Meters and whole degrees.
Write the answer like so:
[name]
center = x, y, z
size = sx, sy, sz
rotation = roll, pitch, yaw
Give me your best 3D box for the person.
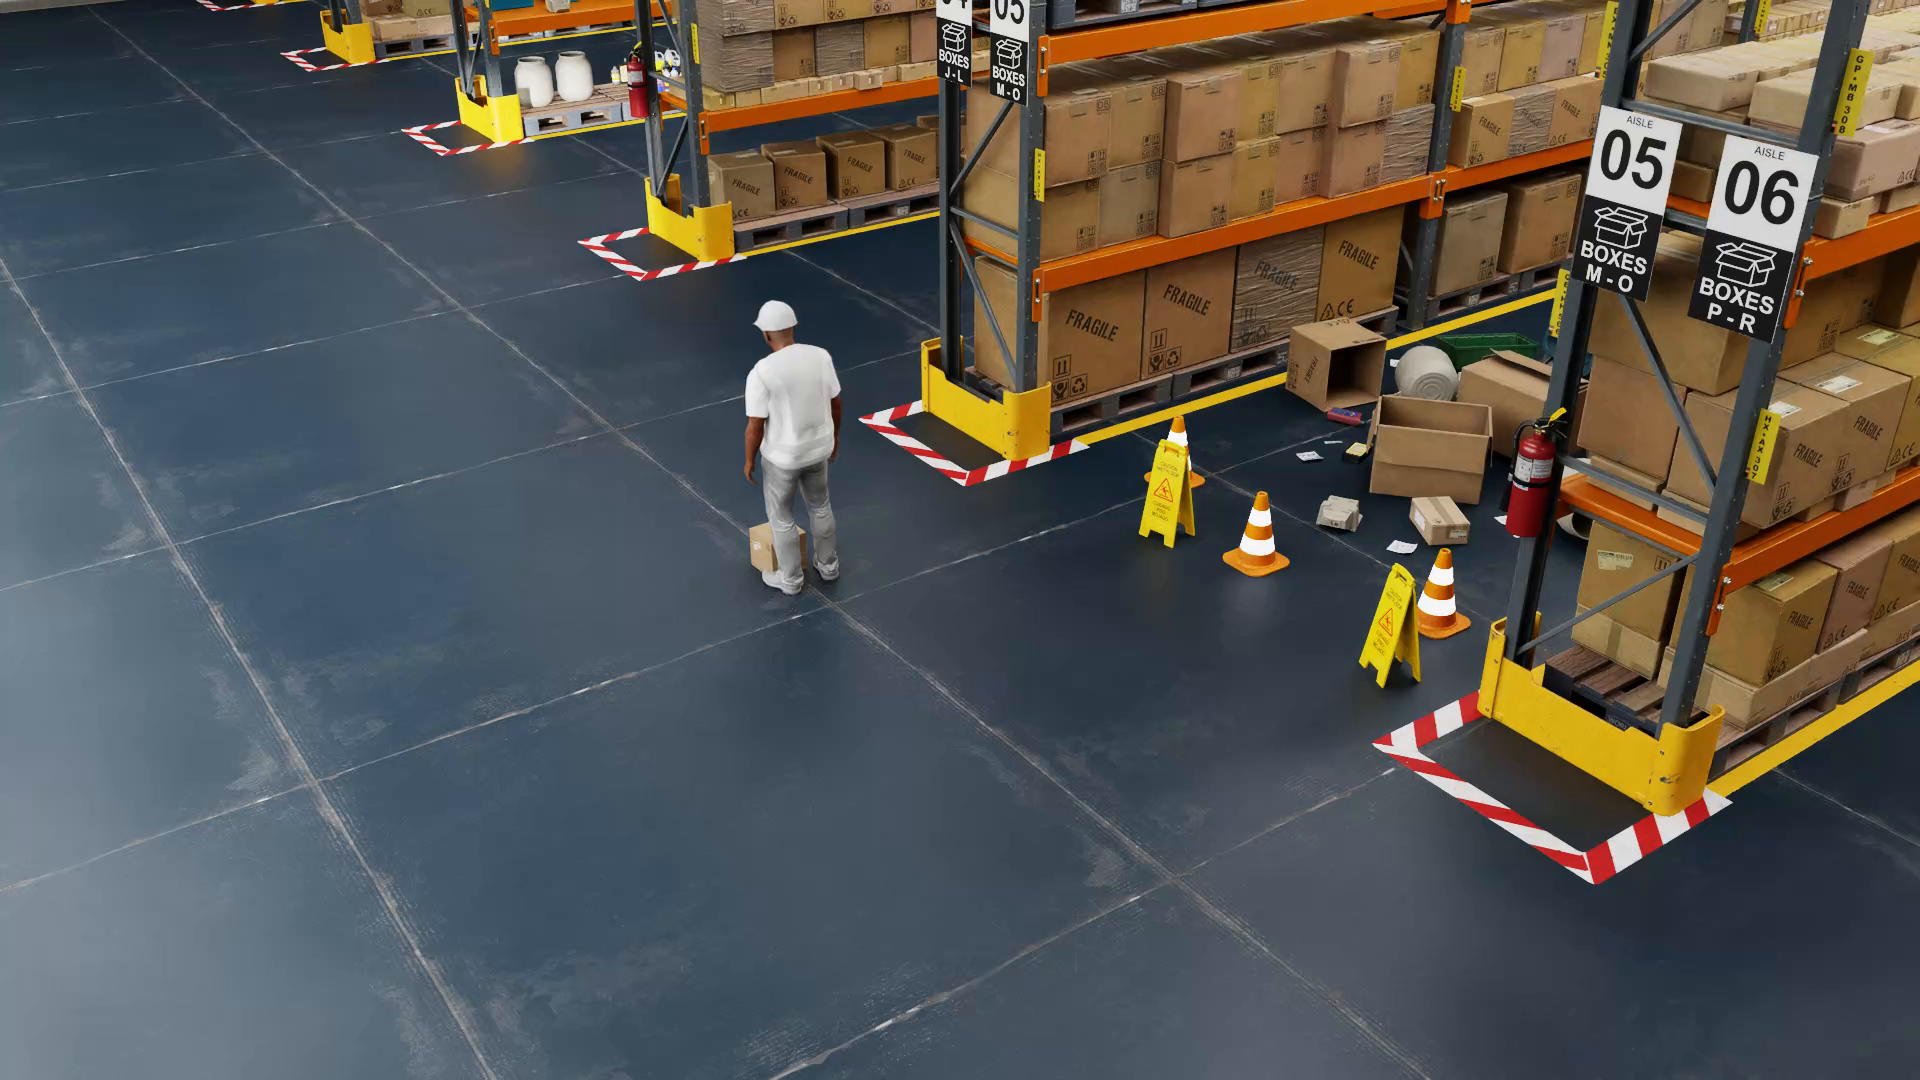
[person]
center = -0.964, -0.529, 9.585
size = 0.627, 1.757, 0.455
rotation = -19, 34, -31
